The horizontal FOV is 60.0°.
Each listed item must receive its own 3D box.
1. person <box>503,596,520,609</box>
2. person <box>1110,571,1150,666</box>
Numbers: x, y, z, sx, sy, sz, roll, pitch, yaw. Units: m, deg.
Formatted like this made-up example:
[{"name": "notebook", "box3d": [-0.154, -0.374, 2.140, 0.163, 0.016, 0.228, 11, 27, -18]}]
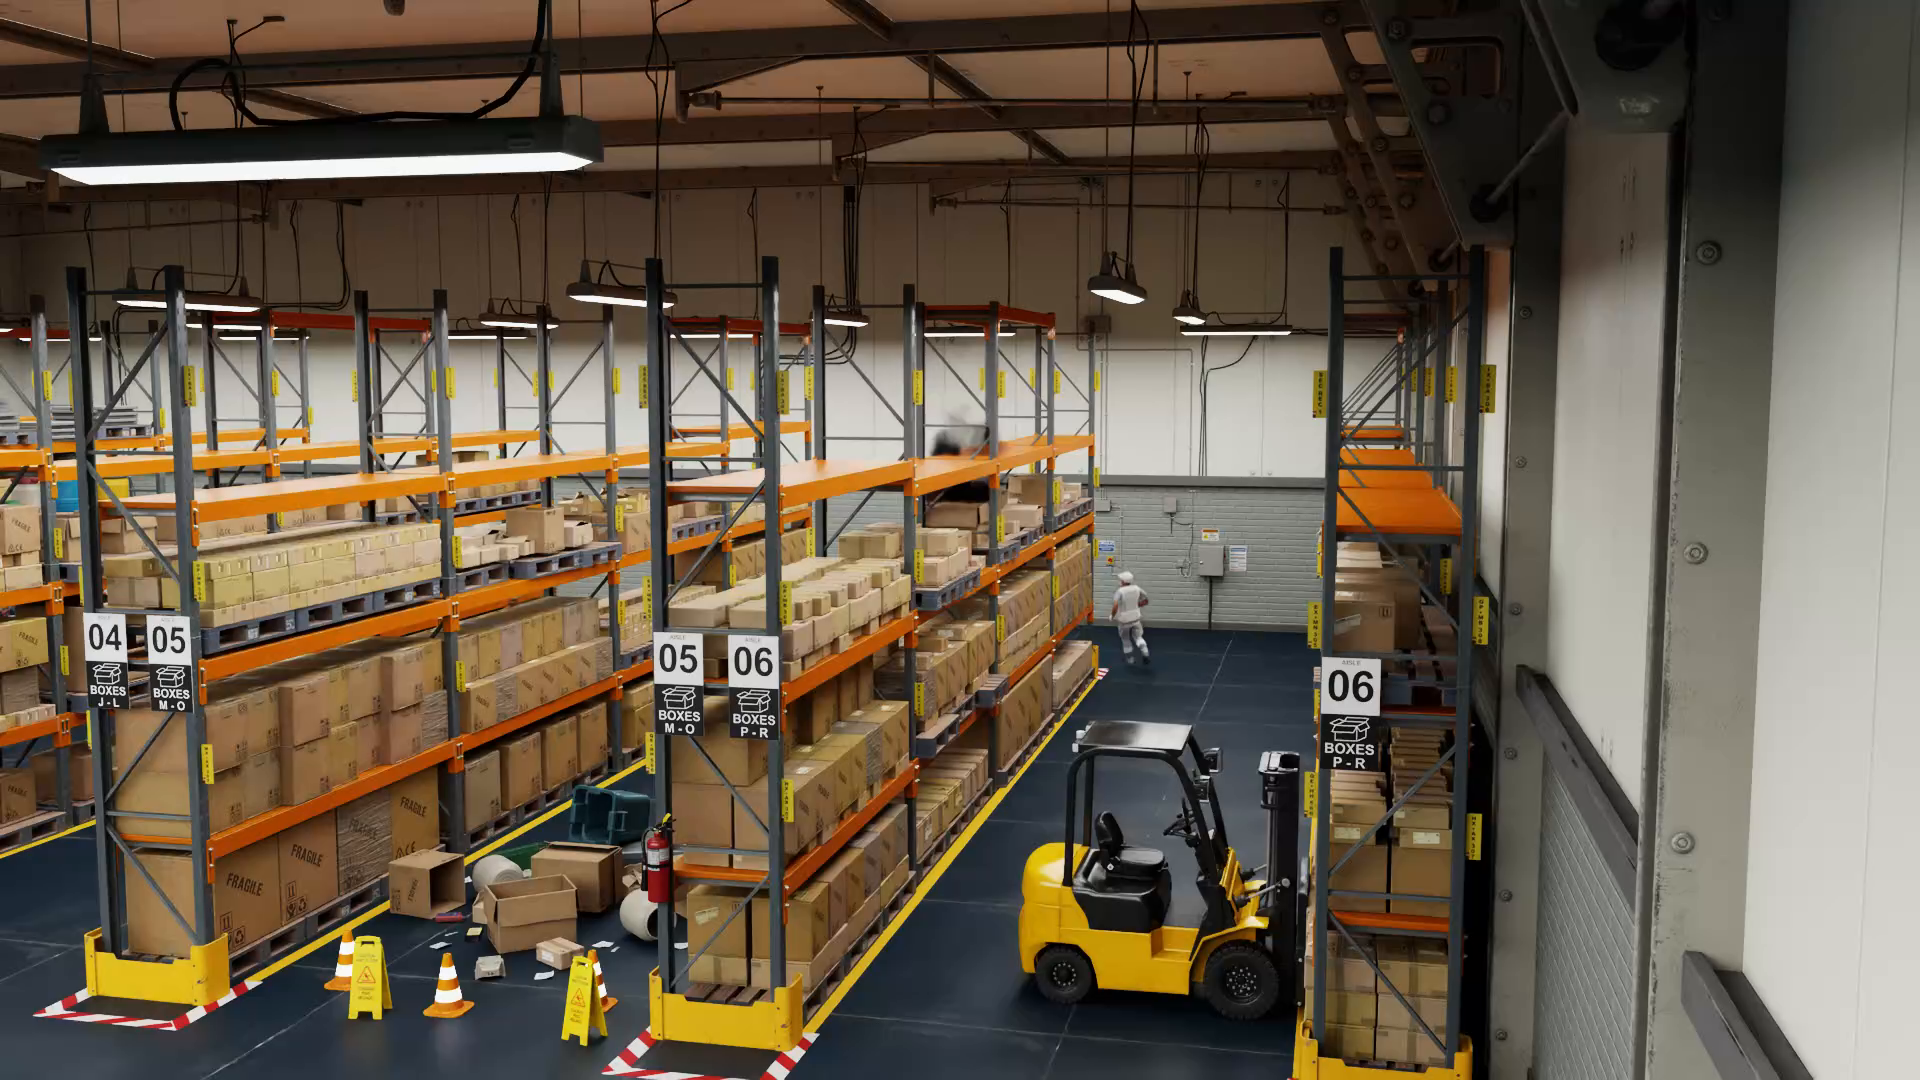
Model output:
[{"name": "person", "box3d": [-7.102, 1.662, 26.446, 0.551, 1.758, 0.771, 1, 6, 8]}, {"name": "person", "box3d": [2.908, 1.379, 28.950, 0.731, 1.722, 0.846, -1, 6, -14]}]
